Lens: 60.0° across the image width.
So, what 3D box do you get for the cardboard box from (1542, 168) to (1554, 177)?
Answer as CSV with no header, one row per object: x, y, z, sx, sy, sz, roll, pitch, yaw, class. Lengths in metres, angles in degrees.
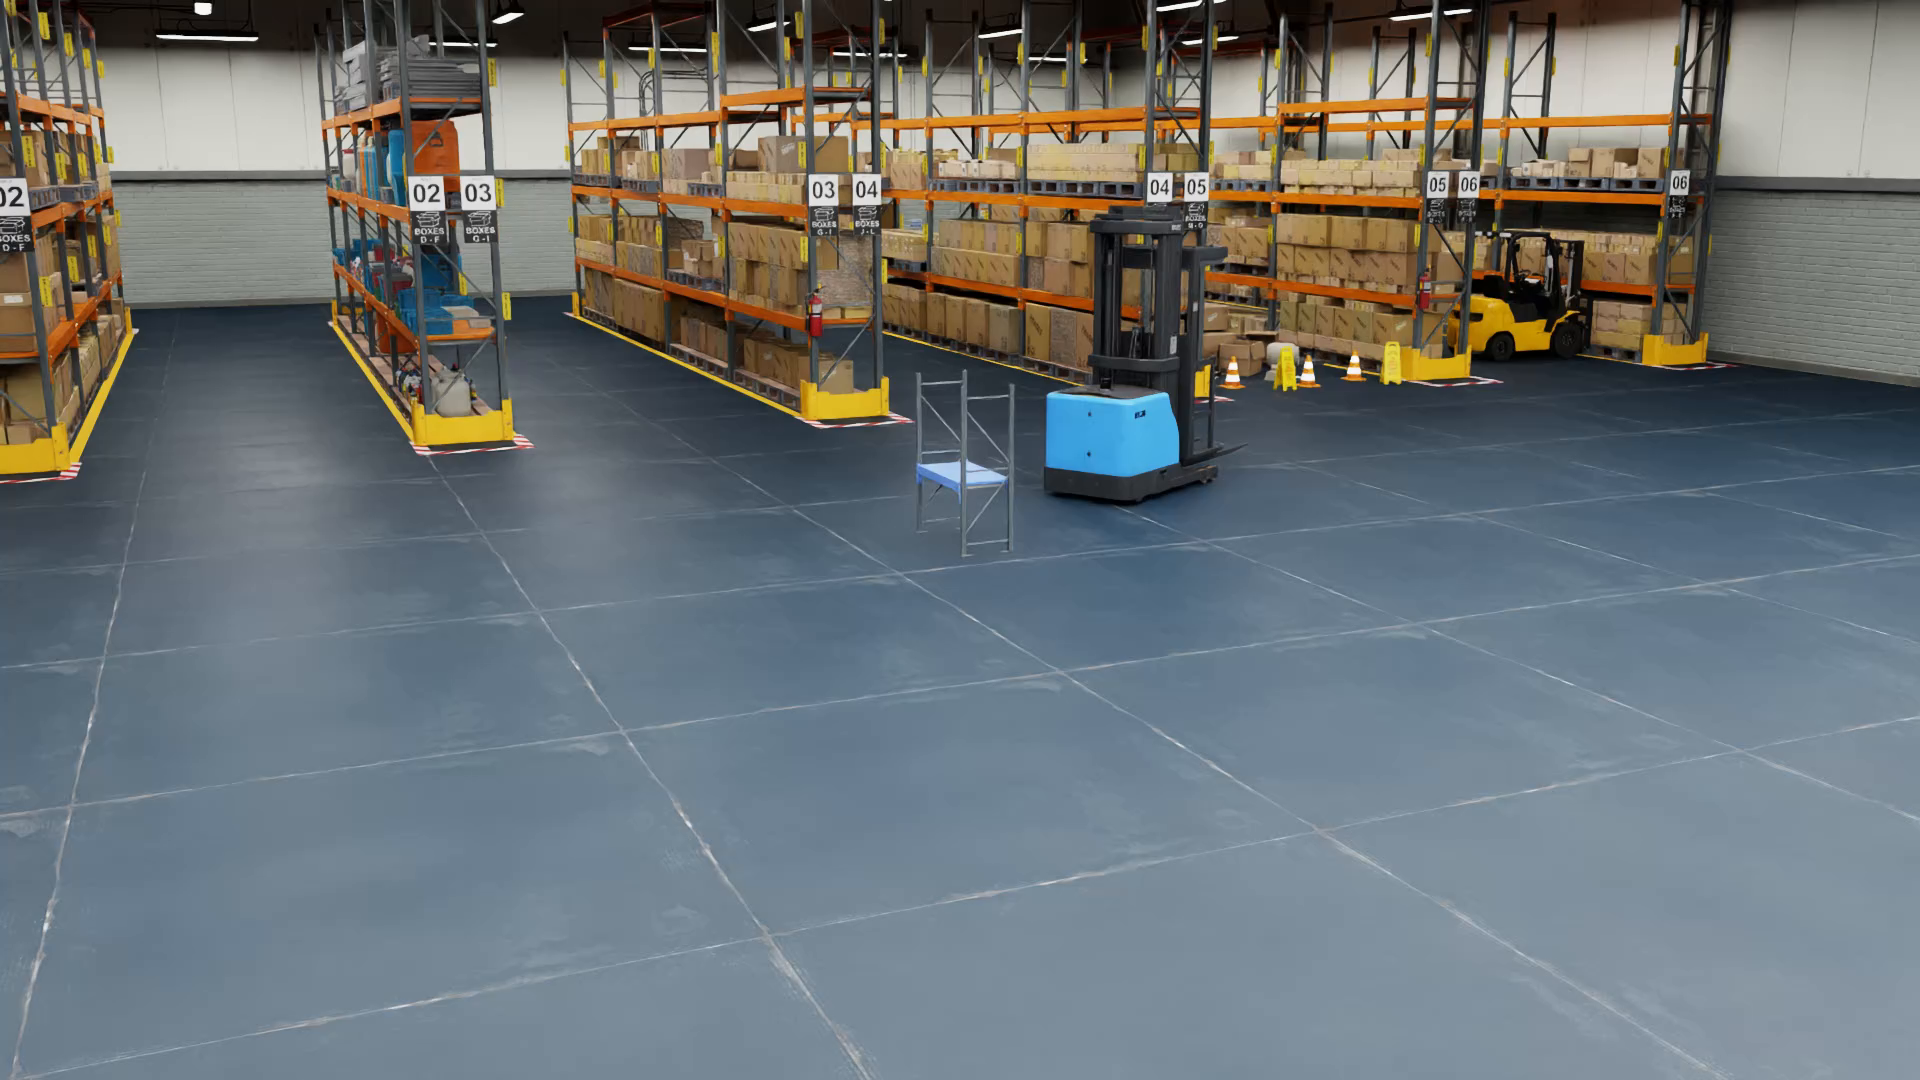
10.713,-6.610,29.909,0.380,0.149,0.250,-5,14,-21,cardboard box

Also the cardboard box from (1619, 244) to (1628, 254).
11.533,-4.991,28.500,0.380,0.149,0.250,-5,14,-22,cardboard box

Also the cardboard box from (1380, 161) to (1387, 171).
6.912,-5.957,26.471,0.380,0.149,0.250,-6,14,-23,cardboard box

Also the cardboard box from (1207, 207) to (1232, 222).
6.233,-7.785,40.245,0.500,0.500,0.500,-5,14,-22,cardboard box

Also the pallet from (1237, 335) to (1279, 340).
5.644,-3.650,30.551,1.003,0.211,1.213,-6,14,-23,pallet

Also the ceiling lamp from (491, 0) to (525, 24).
-7.967,-11.005,29.896,0.800,3.185,2.000,-6,14,-23,ceiling lamp

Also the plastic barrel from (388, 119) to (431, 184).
-7.361,-5.200,22.370,0.600,0.901,0.708,-6,14,-23,plastic barrel

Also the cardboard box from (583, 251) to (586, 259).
-7.778,-6.047,35.280,0.380,0.149,0.250,-6,14,-24,cardboard box

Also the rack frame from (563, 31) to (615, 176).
-7.930,-9.354,35.711,1.000,3.000,0.127,-6,14,-23,rack frame

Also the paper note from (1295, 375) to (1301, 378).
5.357,-2.590,26.374,0.148,0.019,0.142,-12,18,-42,paper note

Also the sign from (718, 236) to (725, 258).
-3.630,-4.466,25.325,0.100,0.325,0.005,-6,14,-23,sign

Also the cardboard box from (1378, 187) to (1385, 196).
6.915,-5.573,26.583,0.380,0.149,0.250,-6,14,-23,cardboard box

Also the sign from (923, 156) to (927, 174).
-0.639,-6.871,30.485,0.100,0.325,0.005,-6,14,-23,sign

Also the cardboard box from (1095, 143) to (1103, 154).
2.213,-5.783,24.566,0.380,0.149,0.250,-6,14,-23,cardboard box

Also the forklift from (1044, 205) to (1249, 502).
2.144,-2.088,17.774,1.130,2.935,3.031,9,16,35,forklift

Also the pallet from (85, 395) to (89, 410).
-12.533,-1.849,22.769,1.003,0.211,1.213,-6,14,-23,pallet

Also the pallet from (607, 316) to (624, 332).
-6.561,-4.411,33.840,1.003,0.211,1.213,-6,14,-23,pallet

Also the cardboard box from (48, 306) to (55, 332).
-11.604,-2.804,20.490,0.700,0.500,0.500,-5,14,-22,cardboard box

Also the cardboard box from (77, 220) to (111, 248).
-15.544,-5.476,29.820,0.500,0.500,0.500,-6,14,-25,cardboard box

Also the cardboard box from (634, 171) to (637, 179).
-5.869,-6.828,31.071,0.380,0.149,0.250,-6,14,-25,cardboard box

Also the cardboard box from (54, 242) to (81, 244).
-15.088,-4.710,27.796,0.700,0.500,0.500,-3,13,-14,cardboard box

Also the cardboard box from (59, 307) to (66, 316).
-12.369,-3.138,22.711,0.380,0.149,0.250,-6,14,-23,cardboard box

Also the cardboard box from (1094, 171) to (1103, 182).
2.212,-5.394,24.655,0.380,0.149,0.250,-6,14,-24,cardboard box

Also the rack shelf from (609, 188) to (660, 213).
-5.527,-6.303,30.774,1.077,0.370,4.000,-6,14,-23,rack shelf

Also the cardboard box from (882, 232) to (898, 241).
-1.376,-5.959,32.651,0.380,0.149,0.250,-5,14,-21,cardboard box

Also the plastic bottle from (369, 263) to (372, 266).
-10.520,-4.790,29.568,0.152,0.276,0.135,-6,14,-23,plastic bottle

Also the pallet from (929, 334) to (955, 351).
0.106,-3.678,30.672,1.003,0.211,1.213,-6,14,-23,pallet

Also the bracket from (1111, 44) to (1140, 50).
3.831,-13.722,46.597,0.076,0.066,5.218,-6,14,-23,bracket

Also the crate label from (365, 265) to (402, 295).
-9.114,-4.119,26.316,0.502,0.435,0.616,-6,14,-23,crate label

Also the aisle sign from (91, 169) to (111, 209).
-16.755,-6.846,32.412,0.394,0.787,0.004,-6,14,-23,aisle sign

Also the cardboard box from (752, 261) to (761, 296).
-2.539,-3.847,24.337,0.875,0.500,0.500,-6,14,-23,cardboard box

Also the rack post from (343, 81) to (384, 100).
-9.592,-7.363,27.275,0.954,0.300,0.937,-6,14,-23,rack post

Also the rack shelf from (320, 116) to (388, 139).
-11.667,-7.948,32.118,1.077,0.370,4.000,-6,14,-23,rack shelf

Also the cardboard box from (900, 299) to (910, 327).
-0.848,-4.413,32.276,0.500,0.500,0.500,-5,14,-21,cardboard box

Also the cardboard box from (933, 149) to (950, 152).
-0.395,-7.353,31.796,0.396,0.266,0.258,-6,14,-23,cardboard box

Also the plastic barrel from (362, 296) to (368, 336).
-10.664,-4.226,30.580,0.600,0.901,0.708,-6,14,-23,plastic barrel

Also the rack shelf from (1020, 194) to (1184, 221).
2.263,-5.077,25.478,1.077,0.370,4.000,-6,14,-23,rack shelf

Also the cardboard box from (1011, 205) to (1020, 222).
1.508,-7.526,38.676,0.500,0.500,0.500,-6,14,-23,cardboard box

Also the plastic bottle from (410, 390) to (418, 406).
-7.197,-1.870,21.906,0.097,0.201,0.097,0,13,0,plastic bottle

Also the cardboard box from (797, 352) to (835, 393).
-2.027,-2.364,23.423,0.500,0.500,0.500,-2,13,-8,cardboard box

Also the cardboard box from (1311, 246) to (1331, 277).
6.289,-4.719,28.104,0.500,0.500,0.500,-6,14,-23,cardboard box

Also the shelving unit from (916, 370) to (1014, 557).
0.034,-0.713,15.005,0.538,1.500,1.048,-6,14,-23,shelving unit

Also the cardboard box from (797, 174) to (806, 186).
-1.918,-4.738,21.864,0.380,0.149,0.250,-6,14,-23,cardboard box

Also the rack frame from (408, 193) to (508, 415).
-6.059,-2.679,20.171,1.000,3.000,0.127,-6,14,-23,rack frame

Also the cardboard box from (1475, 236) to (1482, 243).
10.043,-5.764,31.840,0.380,0.149,0.250,-6,14,-24,cardboard box

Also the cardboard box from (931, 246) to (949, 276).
-0.208,-5.138,30.574,0.500,0.500,0.500,-5,14,-22,cardboard box

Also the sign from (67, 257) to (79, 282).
-11.694,-3.569,21.924,0.100,0.325,0.005,-6,14,-23,sign

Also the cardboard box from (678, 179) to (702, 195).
-4.351,-5.836,27.492,0.500,0.250,0.500,-5,14,-22,cardboard box

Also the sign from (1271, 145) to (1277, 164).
5.450,-6.702,28.882,0.100,0.325,0.005,-6,14,-23,sign

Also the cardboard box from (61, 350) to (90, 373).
-12.543,-2.515,23.388,0.500,0.311,0.500,-6,14,-25,cardboard box

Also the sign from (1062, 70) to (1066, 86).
2.234,-9.910,35.689,0.100,0.325,0.005,-6,14,-23,sign
